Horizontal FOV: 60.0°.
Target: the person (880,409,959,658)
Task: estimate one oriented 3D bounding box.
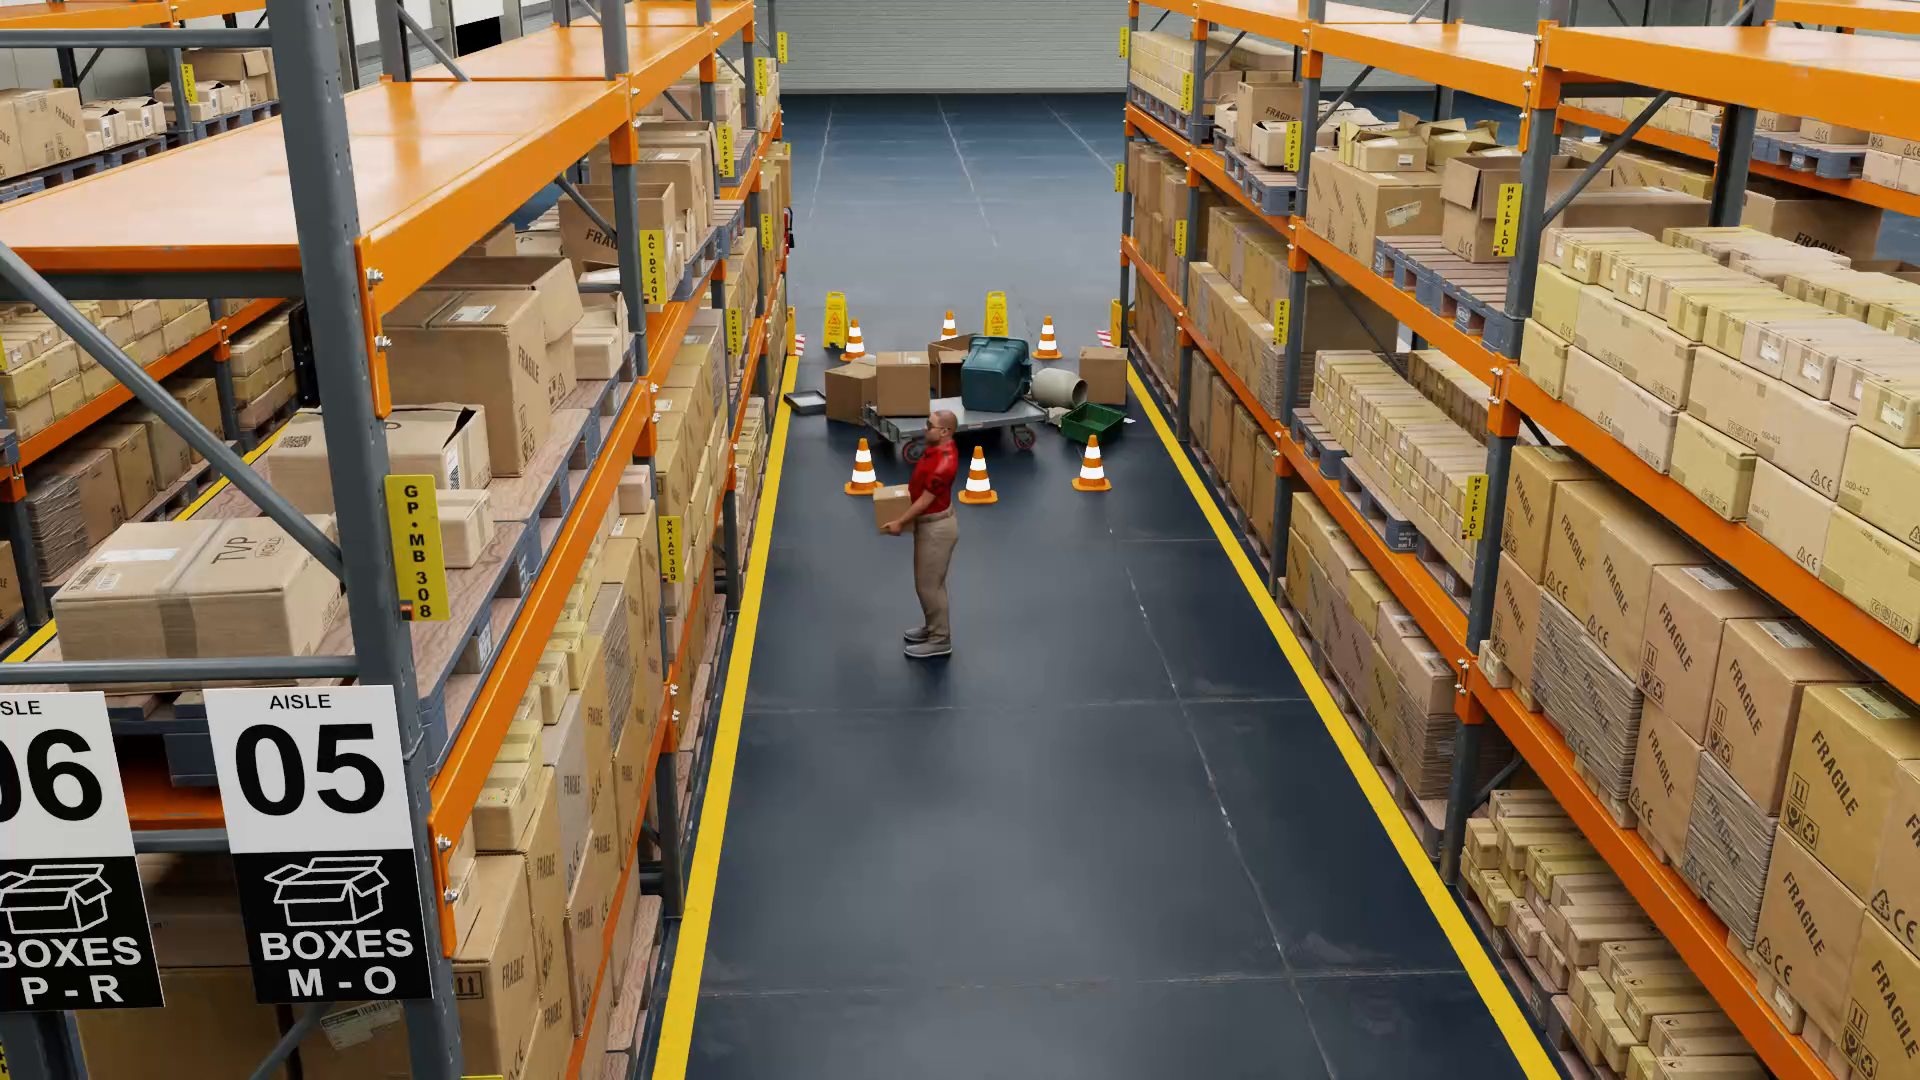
[{"bbox_3d":[-0.273,-0.057,11.270,0.537,1.712,0.493,-1,20,-3],"label":"person"}]
